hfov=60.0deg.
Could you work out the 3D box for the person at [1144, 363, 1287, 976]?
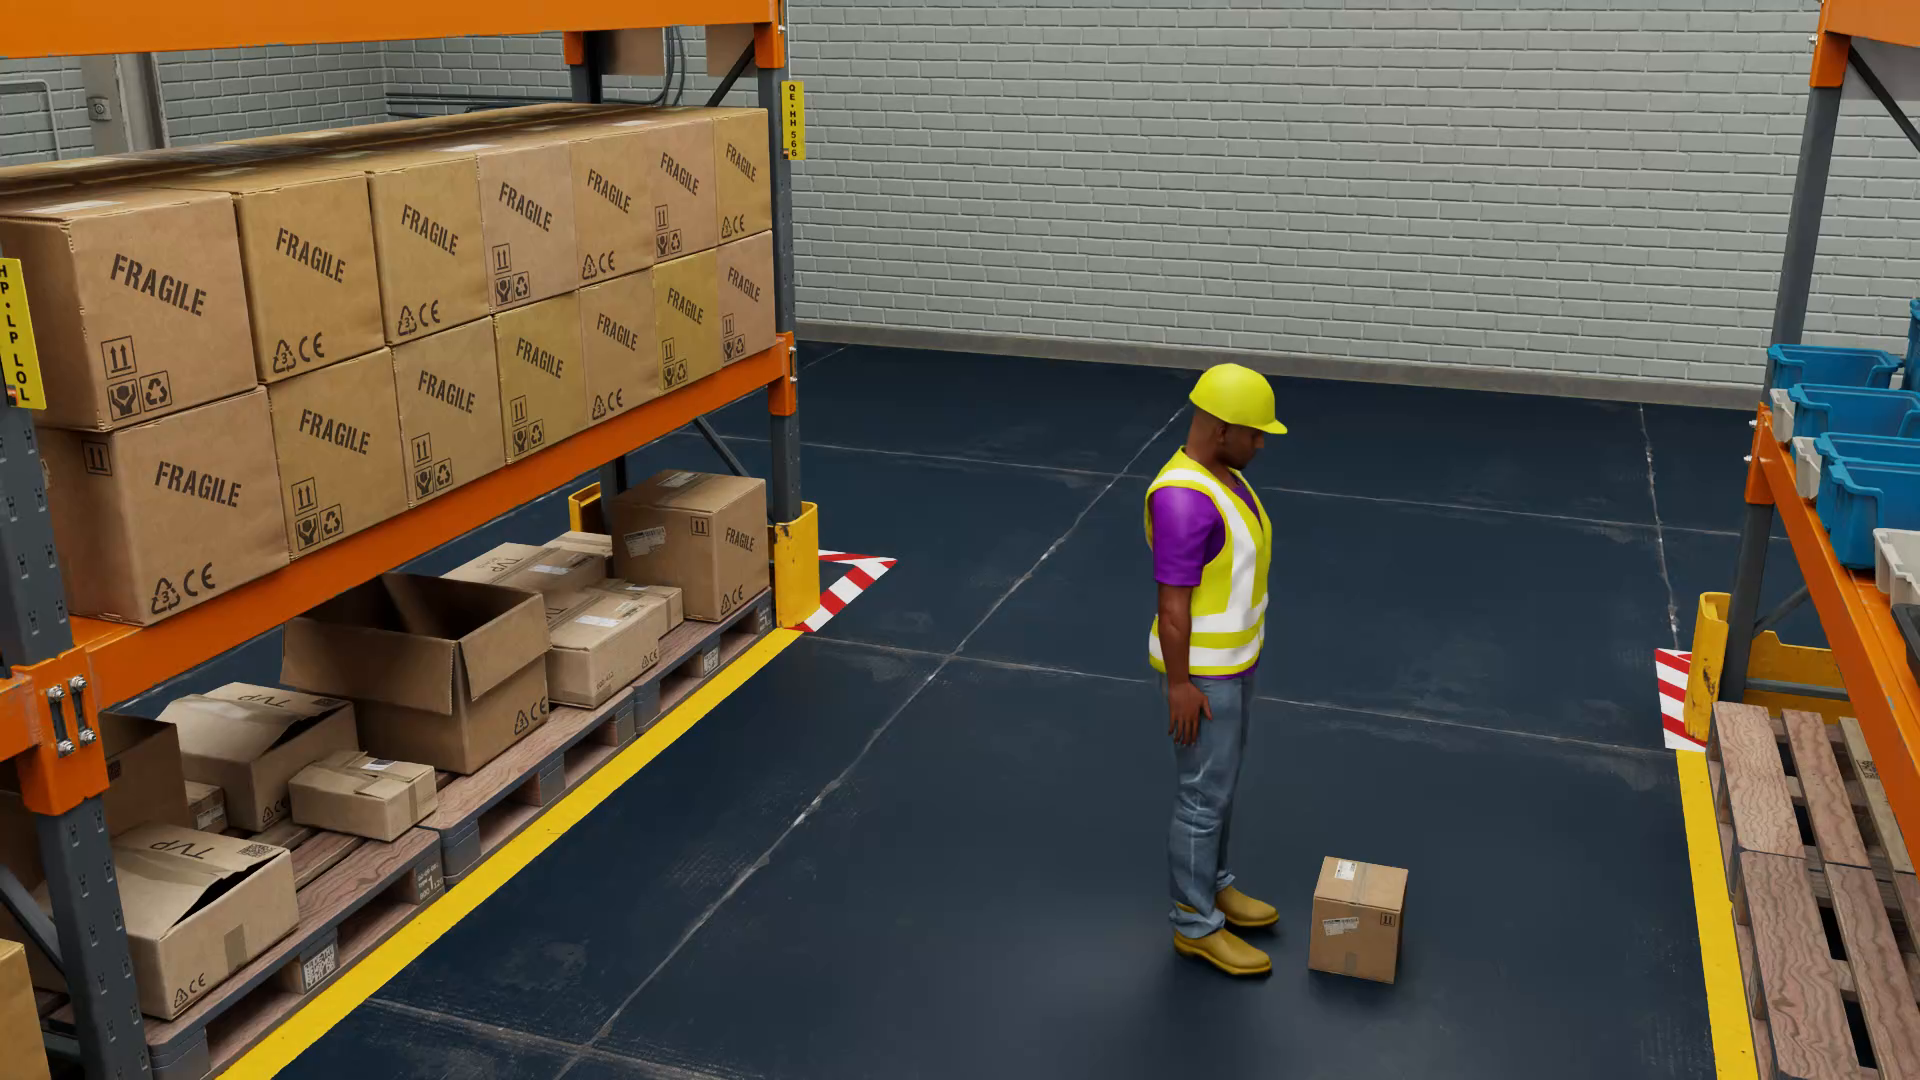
[{"bbox_3d":[0.776,0.358,4.902,0.450,1.776,0.580,6,20,18],"label":"person"}]
